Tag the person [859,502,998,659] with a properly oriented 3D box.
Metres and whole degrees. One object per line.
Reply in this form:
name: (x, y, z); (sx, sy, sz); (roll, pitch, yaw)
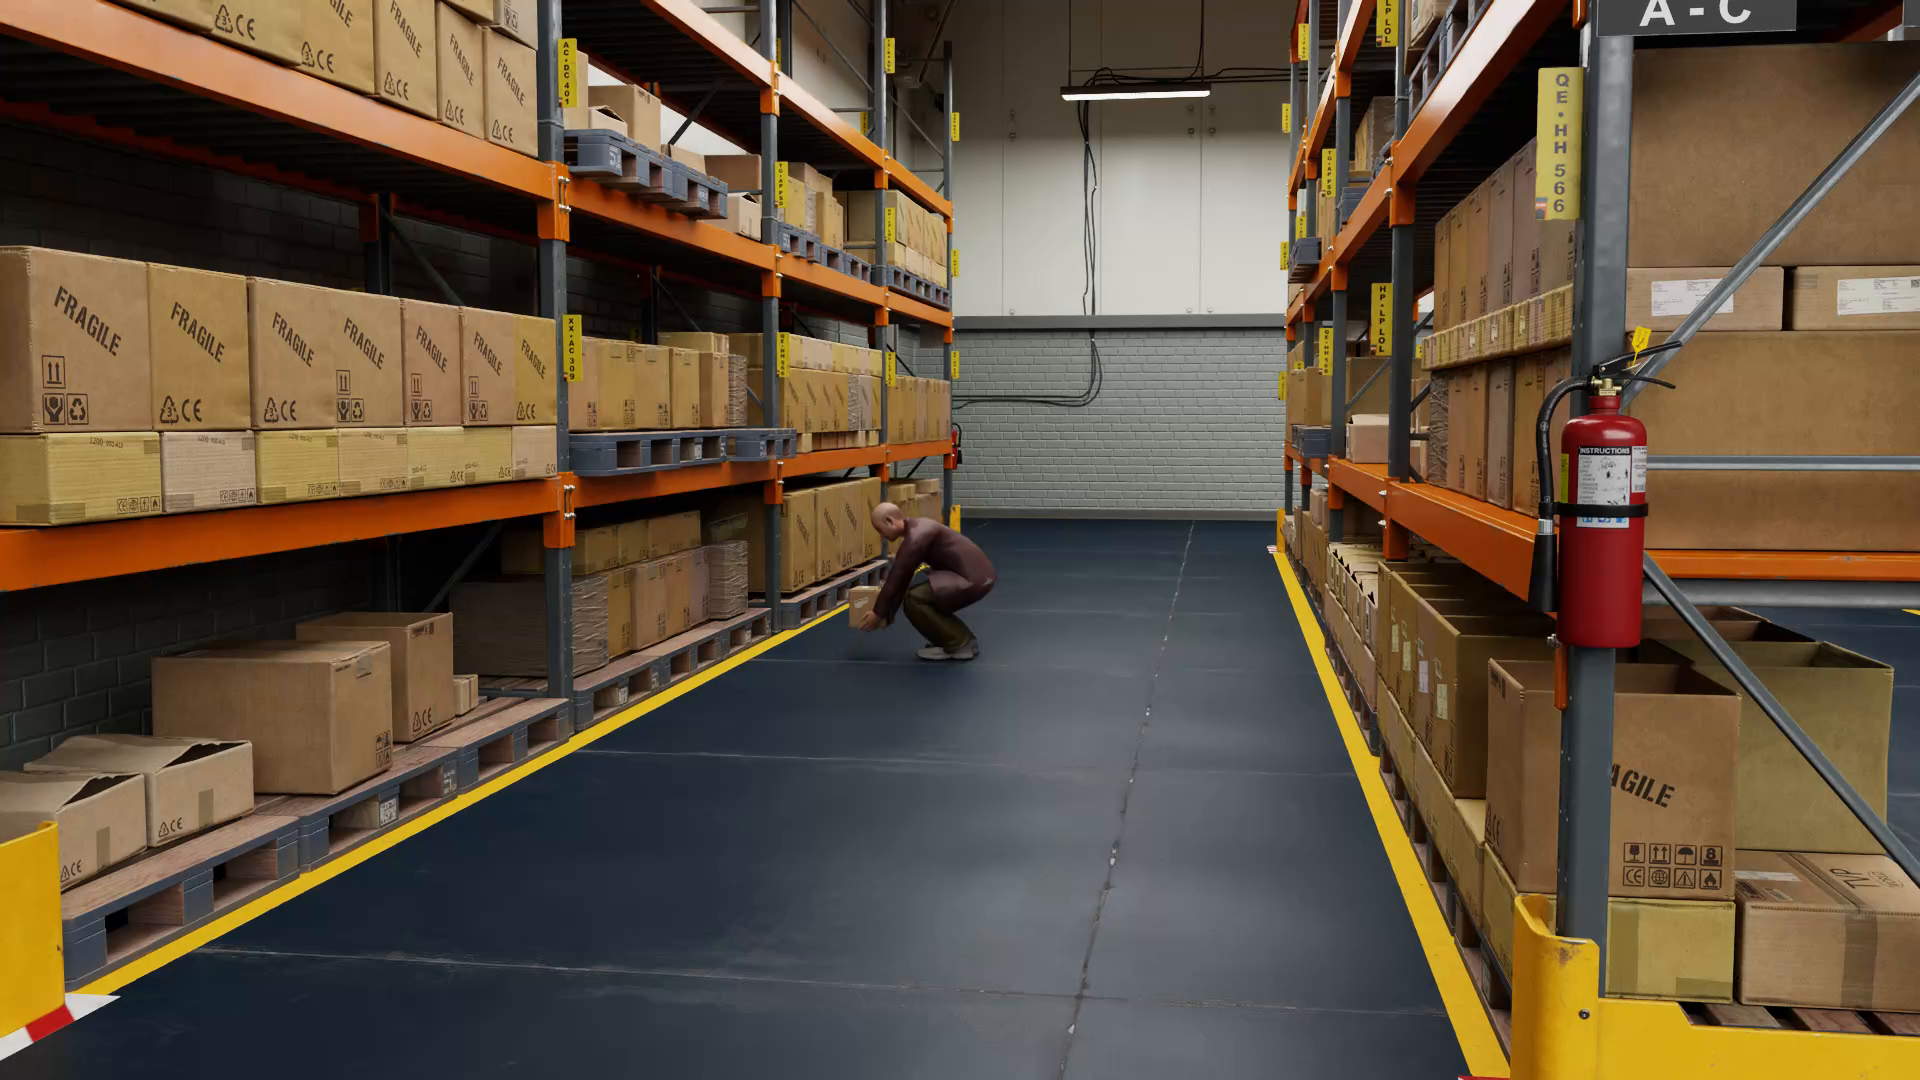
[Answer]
person: (-0.208, 0.273, 11.037); (0.909, 1.014, 0.612); (1, 4, 8)
